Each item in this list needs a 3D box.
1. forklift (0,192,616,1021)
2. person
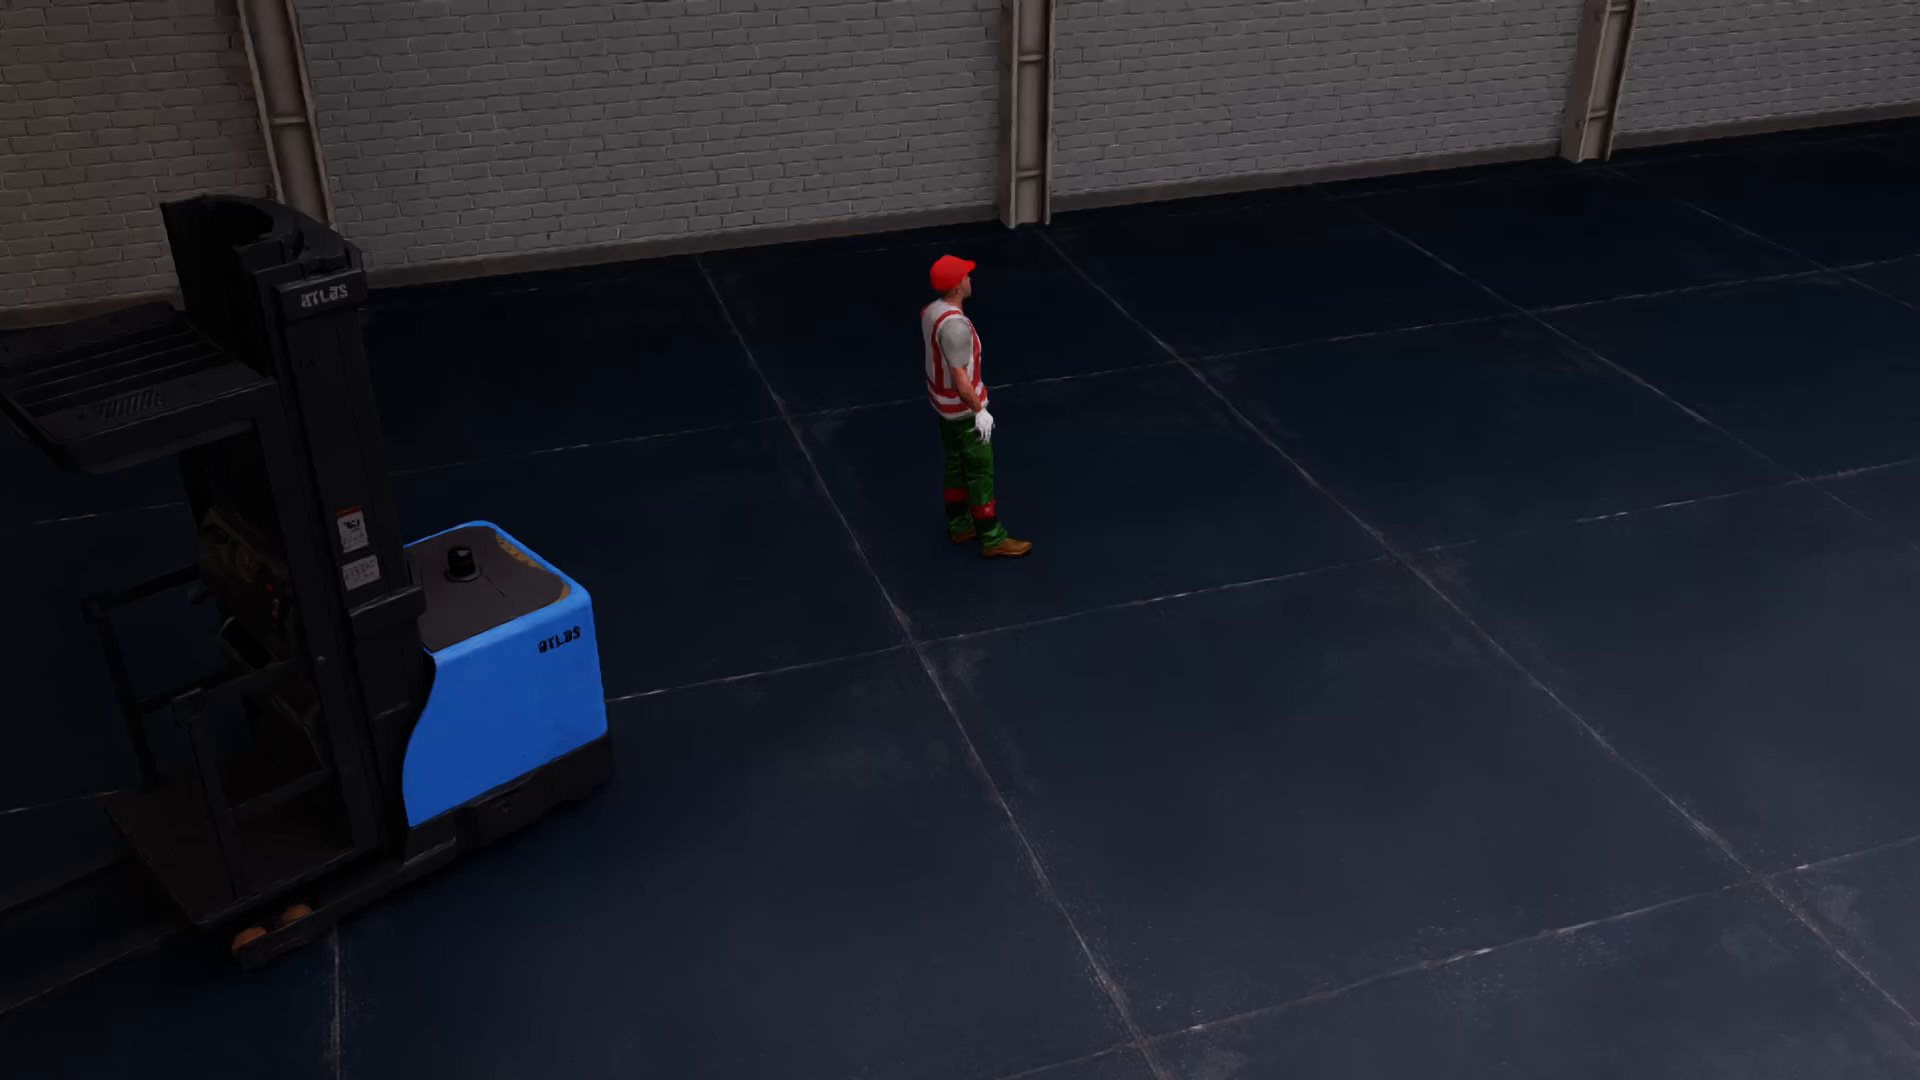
[{"bbox_3d":[-3.071,0.218,6.708,3.031,2.935,1.130,-25,38,-36],"label":"forklift"},{"bbox_3d":[0.080,-0.789,9.589,0.563,1.787,0.637,-10,31,-16],"label":"person"}]
